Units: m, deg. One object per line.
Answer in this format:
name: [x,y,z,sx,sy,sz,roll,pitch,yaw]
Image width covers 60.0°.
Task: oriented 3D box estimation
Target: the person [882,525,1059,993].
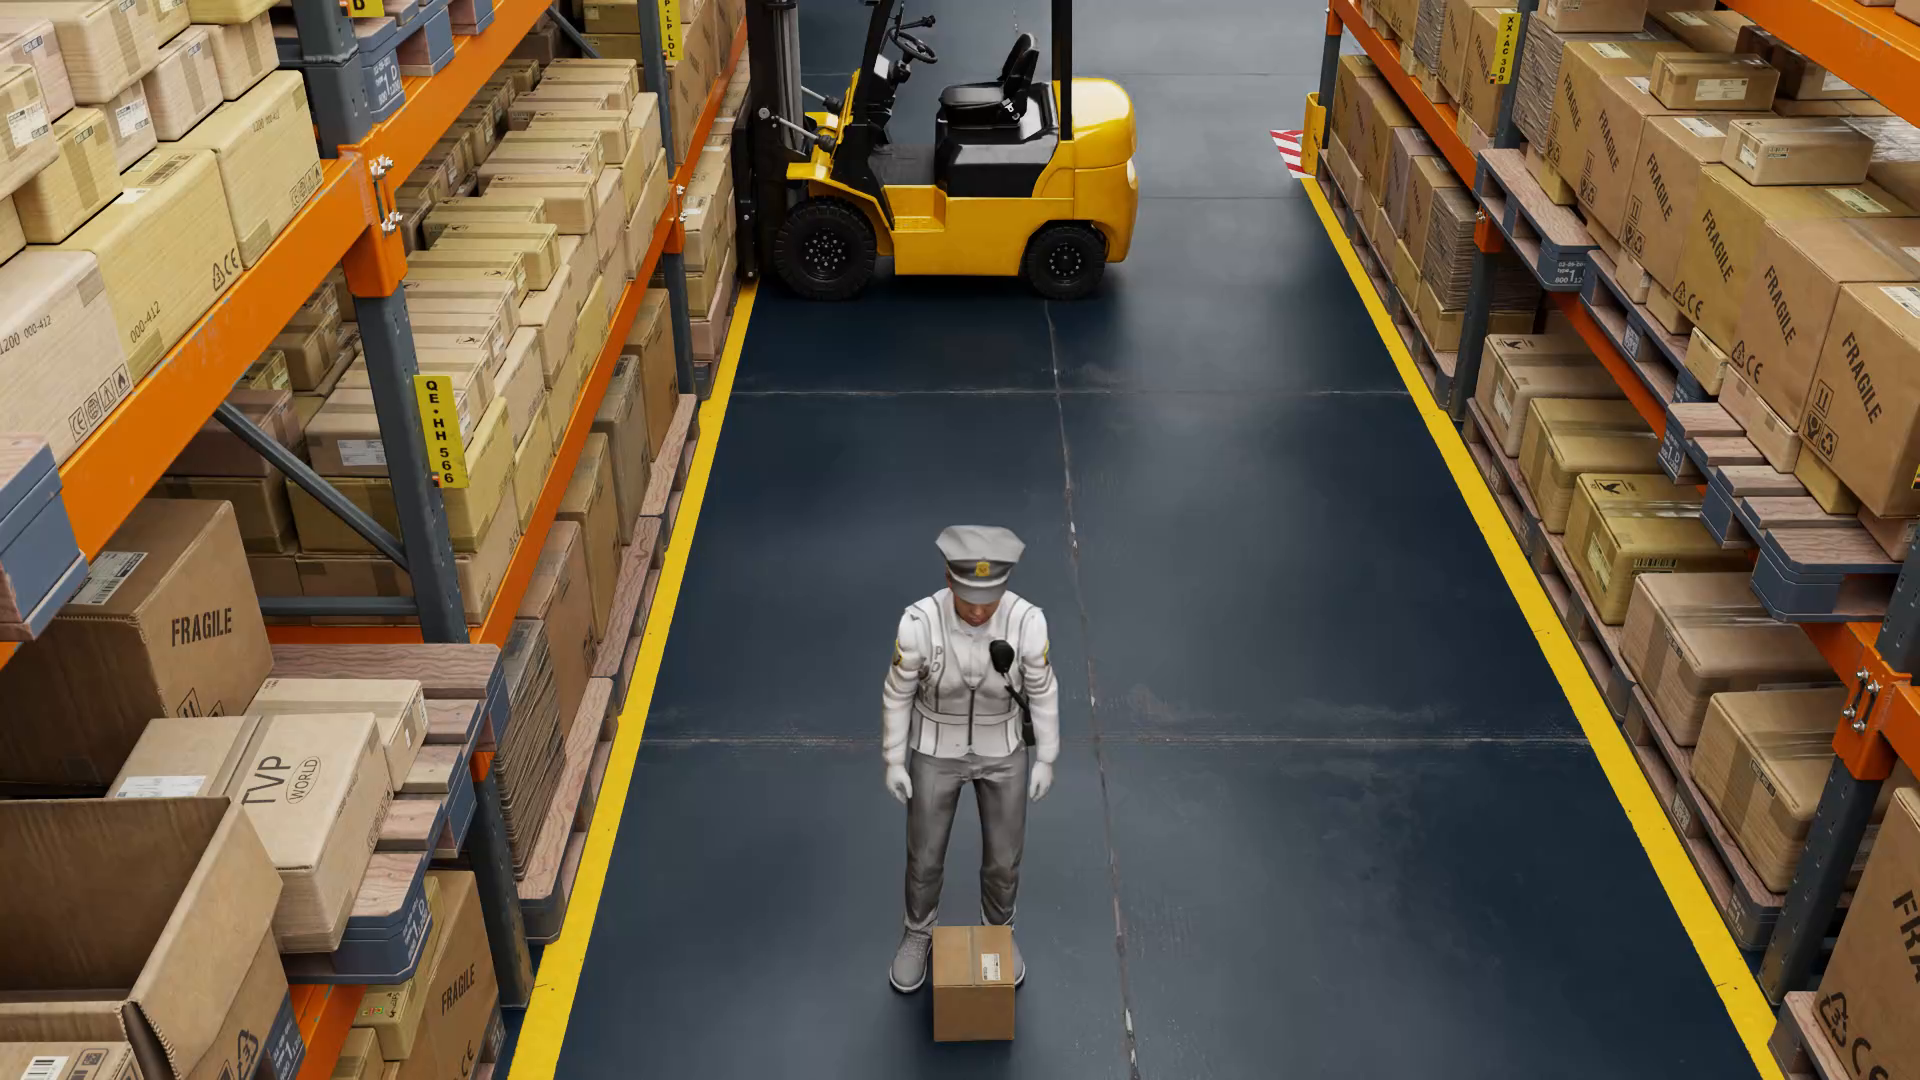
person: [0.033,0.667,5.052,0.536,1.663,0.379,-1,32,-1]
